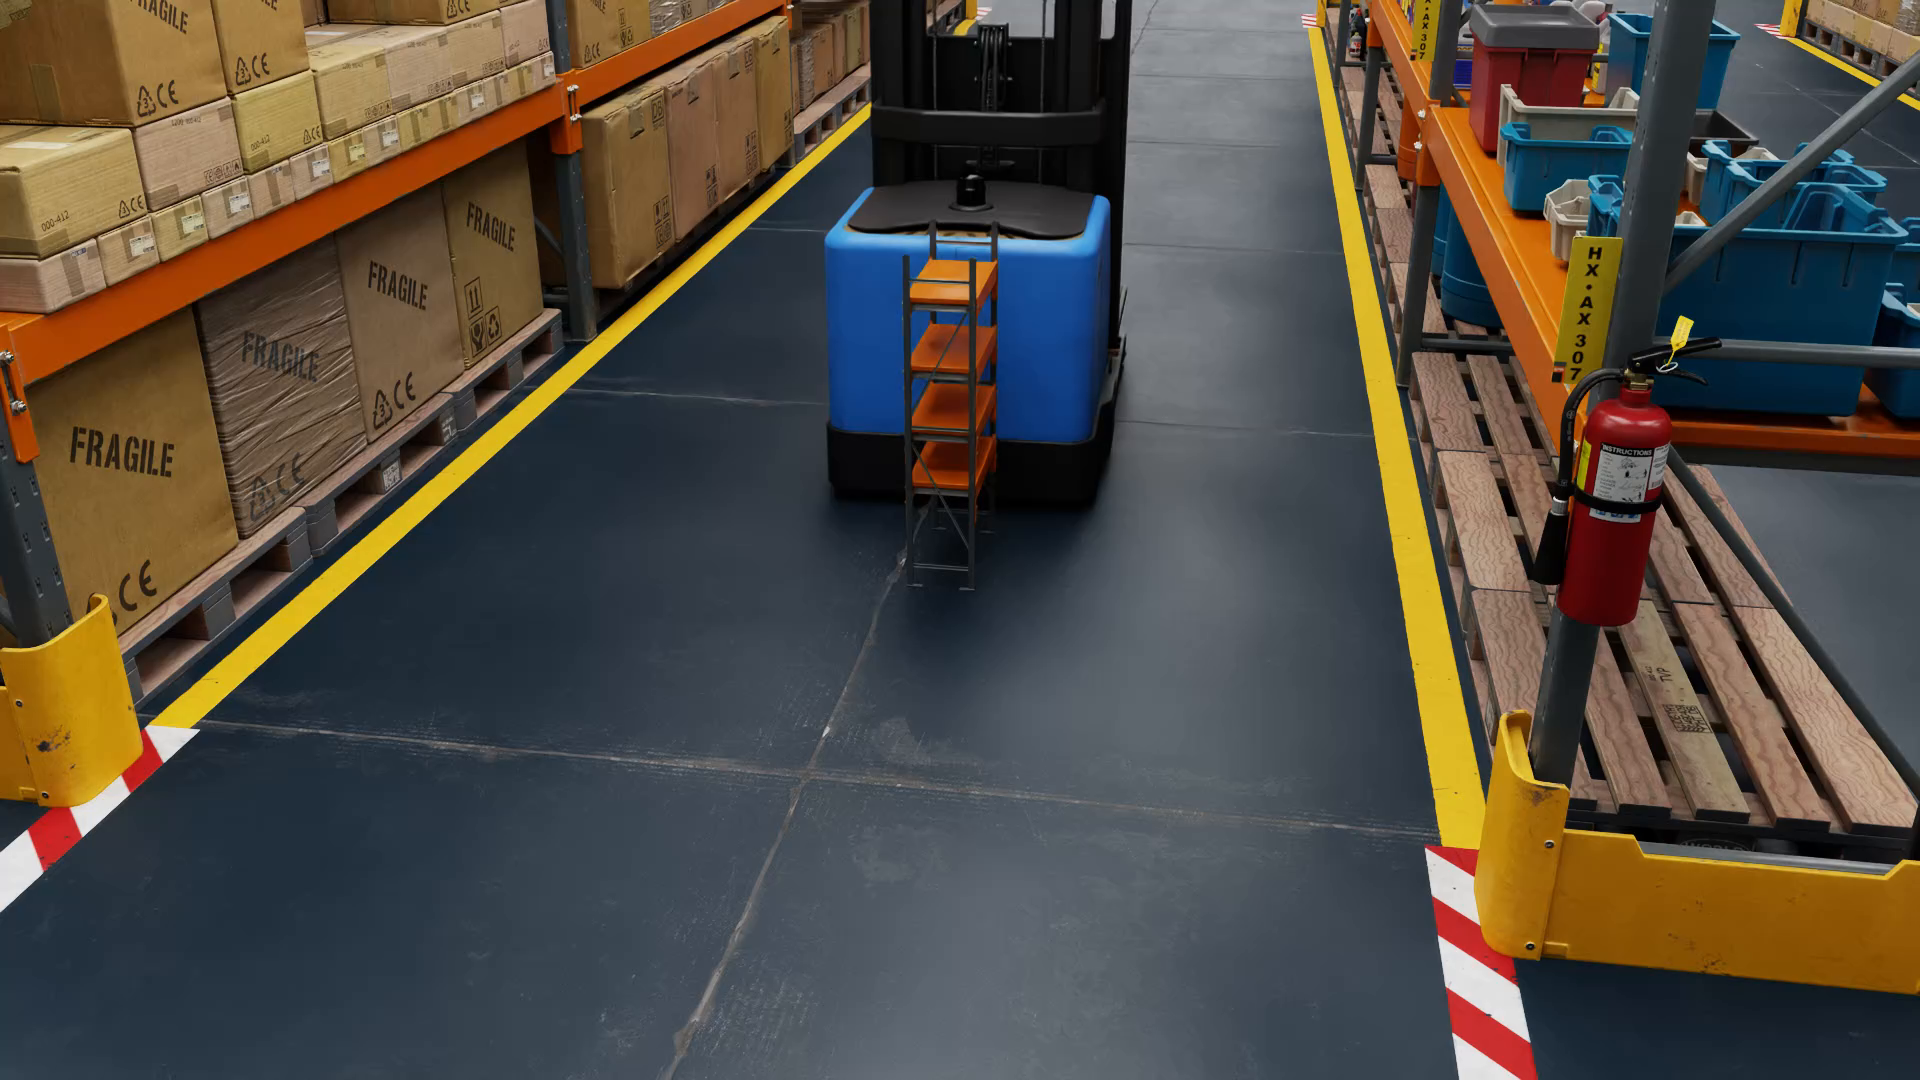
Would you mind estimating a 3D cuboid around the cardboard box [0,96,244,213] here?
[{"bbox_3d":[-2.576,-1.193,5.087,0.500,0.250,0.500,4,25,8],"label":"cardboard box"}]

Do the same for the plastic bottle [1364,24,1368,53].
[{"bbox_3d":[3.812,-4.681,15.318,0.144,0.351,0.185,4,25,9],"label":"plastic bottle"}]

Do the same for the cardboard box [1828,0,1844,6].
[{"bbox_3d":[9.001,-5.597,16.532,0.500,0.500,0.500,4,25,9],"label":"cardboard box"}]

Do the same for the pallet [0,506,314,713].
[{"bbox_3d":[-2.946,0.196,5.581,1.003,0.211,1.213,4,25,9],"label":"pallet"}]

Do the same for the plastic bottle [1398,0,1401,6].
[{"bbox_3d":[2.706,-3.384,10.078,0.061,0.283,0.133,4,25,9],"label":"plastic bottle"}]

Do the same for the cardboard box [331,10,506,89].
[{"bbox_3d":[-2.241,-2.047,6.911,0.500,0.250,0.500,5,26,10],"label":"cardboard box"}]

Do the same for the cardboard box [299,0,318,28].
[{"bbox_3d":[-2.844,-2.200,6.353,0.500,0.500,0.500,3,25,7],"label":"cardboard box"}]

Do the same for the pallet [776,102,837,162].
[{"bbox_3d":[-1.562,-3.136,12.702,1.003,0.211,1.213,4,25,9],"label":"pallet"}]

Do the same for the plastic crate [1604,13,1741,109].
[{"bbox_3d":[2.801,-1.858,6.628,0.392,0.384,0.575,4,25,9],"label":"plastic crate"}]

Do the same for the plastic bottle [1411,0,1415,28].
[{"bbox_3d":[2.570,-2.983,9.236,0.097,0.271,0.097,0,25,0],"label":"plastic bottle"}]

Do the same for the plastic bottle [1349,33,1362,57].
[{"bbox_3d":[3.600,-4.508,15.124,0.097,0.201,0.097,0,25,0],"label":"plastic bottle"}]

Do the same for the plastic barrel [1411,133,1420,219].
[{"bbox_3d":[2.947,-2.149,9.653,0.600,0.588,0.708,4,25,9],"label":"plastic barrel"}]

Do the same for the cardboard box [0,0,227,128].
[{"bbox_3d":[-2.572,-1.524,4.910,0.500,0.500,0.500,3,25,7],"label":"cardboard box"}]

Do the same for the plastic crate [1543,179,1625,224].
[{"bbox_3d":[1.955,-1.008,5.106,0.298,0.136,0.250,4,25,9],"label":"plastic crate"}]

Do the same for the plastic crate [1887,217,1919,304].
[{"bbox_3d":[2.360,-0.691,4.314,0.416,0.233,0.300,4,25,9],"label":"plastic crate"}]

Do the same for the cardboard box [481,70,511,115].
[{"bbox_3d":[-2.156,-1.921,7.111,0.380,0.149,0.250,4,25,8],"label":"cardboard box"}]

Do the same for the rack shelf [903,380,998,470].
[{"bbox_3d":[-0.027,-0.413,5.876,0.258,0.148,0.480,4,25,9],"label":"rack shelf"}]

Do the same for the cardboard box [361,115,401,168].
[{"bbox_3d":[-2.324,-1.492,6.195,0.380,0.149,0.250,4,25,9],"label":"cardboard box"}]

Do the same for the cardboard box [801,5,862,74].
[{"bbox_3d":[-1.256,-4.359,14.454,0.700,0.500,0.500,4,25,8],"label":"cardboard box"}]

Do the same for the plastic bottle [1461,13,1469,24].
[{"bbox_3d":[2.346,-2.340,7.858,0.152,0.276,0.135,4,25,9],"label":"plastic bottle"}]

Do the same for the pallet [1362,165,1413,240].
[{"bbox_3d":[3.107,-2.134,10.560,1.003,0.211,1.213,4,25,9],"label":"pallet"}]

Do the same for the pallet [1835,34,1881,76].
[{"bbox_3d":[9.103,-4.636,15.906,1.003,0.211,1.213,4,25,9],"label":"pallet"}]

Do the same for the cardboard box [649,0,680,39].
[{"bbox_3d":[-1.860,-3.040,9.088,0.500,0.500,0.500,3,25,7],"label":"cardboard box"}]

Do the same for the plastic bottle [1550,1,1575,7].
[{"bbox_3d":[2.994,-2.565,8.338,0.152,0.276,0.135,4,25,9],"label":"plastic bottle"}]

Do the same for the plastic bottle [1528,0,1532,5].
[{"bbox_3d":[3.475,-3.297,9.990,0.097,0.201,0.097,0,25,0],"label":"plastic bottle"}]

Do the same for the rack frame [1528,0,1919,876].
[{"bbox_3d":[1.887,-0.384,3.531,1.000,3.000,0.127,4,25,9],"label":"rack frame"}]

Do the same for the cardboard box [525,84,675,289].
[{"bbox_3d":[-2.260,-1.897,8.774,1.225,0.875,0.875,4,25,9],"label":"cardboard box"}]

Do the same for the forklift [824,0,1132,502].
[{"bbox_3d":[0.202,-2.070,7.216,1.130,2.935,3.031,4,25,7],"label":"forklift"}]

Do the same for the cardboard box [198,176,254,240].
[{"bbox_3d":[-2.492,-1.062,5.277,0.380,0.149,0.250,4,25,8],"label":"cardboard box"}]

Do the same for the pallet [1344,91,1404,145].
[{"bbox_3d":[3.561,-3.297,13.044,1.003,0.211,1.213,4,25,9],"label":"pallet"}]

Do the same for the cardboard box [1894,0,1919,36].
[{"bbox_3d":[8.688,-4.760,14.743,0.500,0.500,0.500,4,25,9],"label":"cardboard box"}]

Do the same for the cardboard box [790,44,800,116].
[{"bbox_3d":[-1.602,-3.421,12.451,0.700,0.500,0.500,3,25,6],"label":"cardboard box"}]

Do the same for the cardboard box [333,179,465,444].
[{"bbox_3d":[-2.679,-0.981,6.818,0.875,0.875,0.875,4,25,9],"label":"cardboard box"}]

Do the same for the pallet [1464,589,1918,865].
[{"bbox_3d":[2.060,0.537,4.853,1.003,0.211,1.213,4,25,9],"label":"pallet"}]

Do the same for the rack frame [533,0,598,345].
[{"bbox_3d":[-2.345,-2.400,7.838,1.000,3.000,0.127,4,25,9],"label":"rack frame"}]

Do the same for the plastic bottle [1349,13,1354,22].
[{"bbox_3d":[3.686,-4.812,15.677,0.061,0.283,0.133,6,26,12],"label":"plastic bottle"}]

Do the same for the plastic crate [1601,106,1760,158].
[{"bbox_3d":[2.623,-1.472,6.111,0.437,0.125,0.590,4,25,9],"label":"plastic crate"}]

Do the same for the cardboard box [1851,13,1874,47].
[{"bbox_3d":[8.834,-4.839,15.798,0.500,0.250,0.500,4,25,9],"label":"cardboard box"}]

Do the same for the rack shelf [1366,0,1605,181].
[{"bbox_3d":[2.868,-2.567,9.045,1.077,0.370,4.000,4,25,9],"label":"rack shelf"}]

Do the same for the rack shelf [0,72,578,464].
[{"bbox_3d":[-2.672,-1.237,6.204,1.077,0.370,4.000,4,25,9],"label":"rack shelf"}]

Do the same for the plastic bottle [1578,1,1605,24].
[{"bbox_3d":[3.144,-2.555,8.316,0.152,0.276,0.135,4,25,9],"label":"plastic bottle"}]

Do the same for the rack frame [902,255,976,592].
[{"bbox_3d":[-0.067,-0.372,5.630,0.240,1.200,0.015,4,25,9],"label":"rack frame"}]

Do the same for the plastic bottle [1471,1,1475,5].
[{"bbox_3d":[2.555,-2.548,8.308,0.097,0.271,0.097,0,25,0],"label":"plastic bottle"}]

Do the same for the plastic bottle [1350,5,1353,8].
[{"bbox_3d":[3.826,-5.117,16.343,0.097,0.271,0.097,0,25,0],"label":"plastic bottle"}]

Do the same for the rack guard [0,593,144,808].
[{"bbox_3d":[-3.003,0.415,4.773,1.175,0.500,0.348,4,25,9],"label":"rack guard"}]

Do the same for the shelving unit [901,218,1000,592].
[{"bbox_3d":[-0.027,-0.474,5.848,0.258,1.200,0.503,4,25,9],"label":"shelving unit"}]

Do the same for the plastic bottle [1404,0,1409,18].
[{"bbox_3d":[2.625,-3.175,9.633,0.061,0.283,0.133,4,25,9],"label":"plastic bottle"}]

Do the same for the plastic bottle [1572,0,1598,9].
[{"bbox_3d":[3.182,-2.652,8.523,0.152,0.276,0.135,4,25,9],"label":"plastic bottle"}]

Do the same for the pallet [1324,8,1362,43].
[{"bbox_3d":[4.398,-5.438,17.619,1.003,0.211,1.213,4,25,9],"label":"pallet"}]

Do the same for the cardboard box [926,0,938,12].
[{"bbox_3d":[-0.567,-5.964,17.907,0.500,0.500,0.500,11,27,22],"label":"cardboard box"}]
